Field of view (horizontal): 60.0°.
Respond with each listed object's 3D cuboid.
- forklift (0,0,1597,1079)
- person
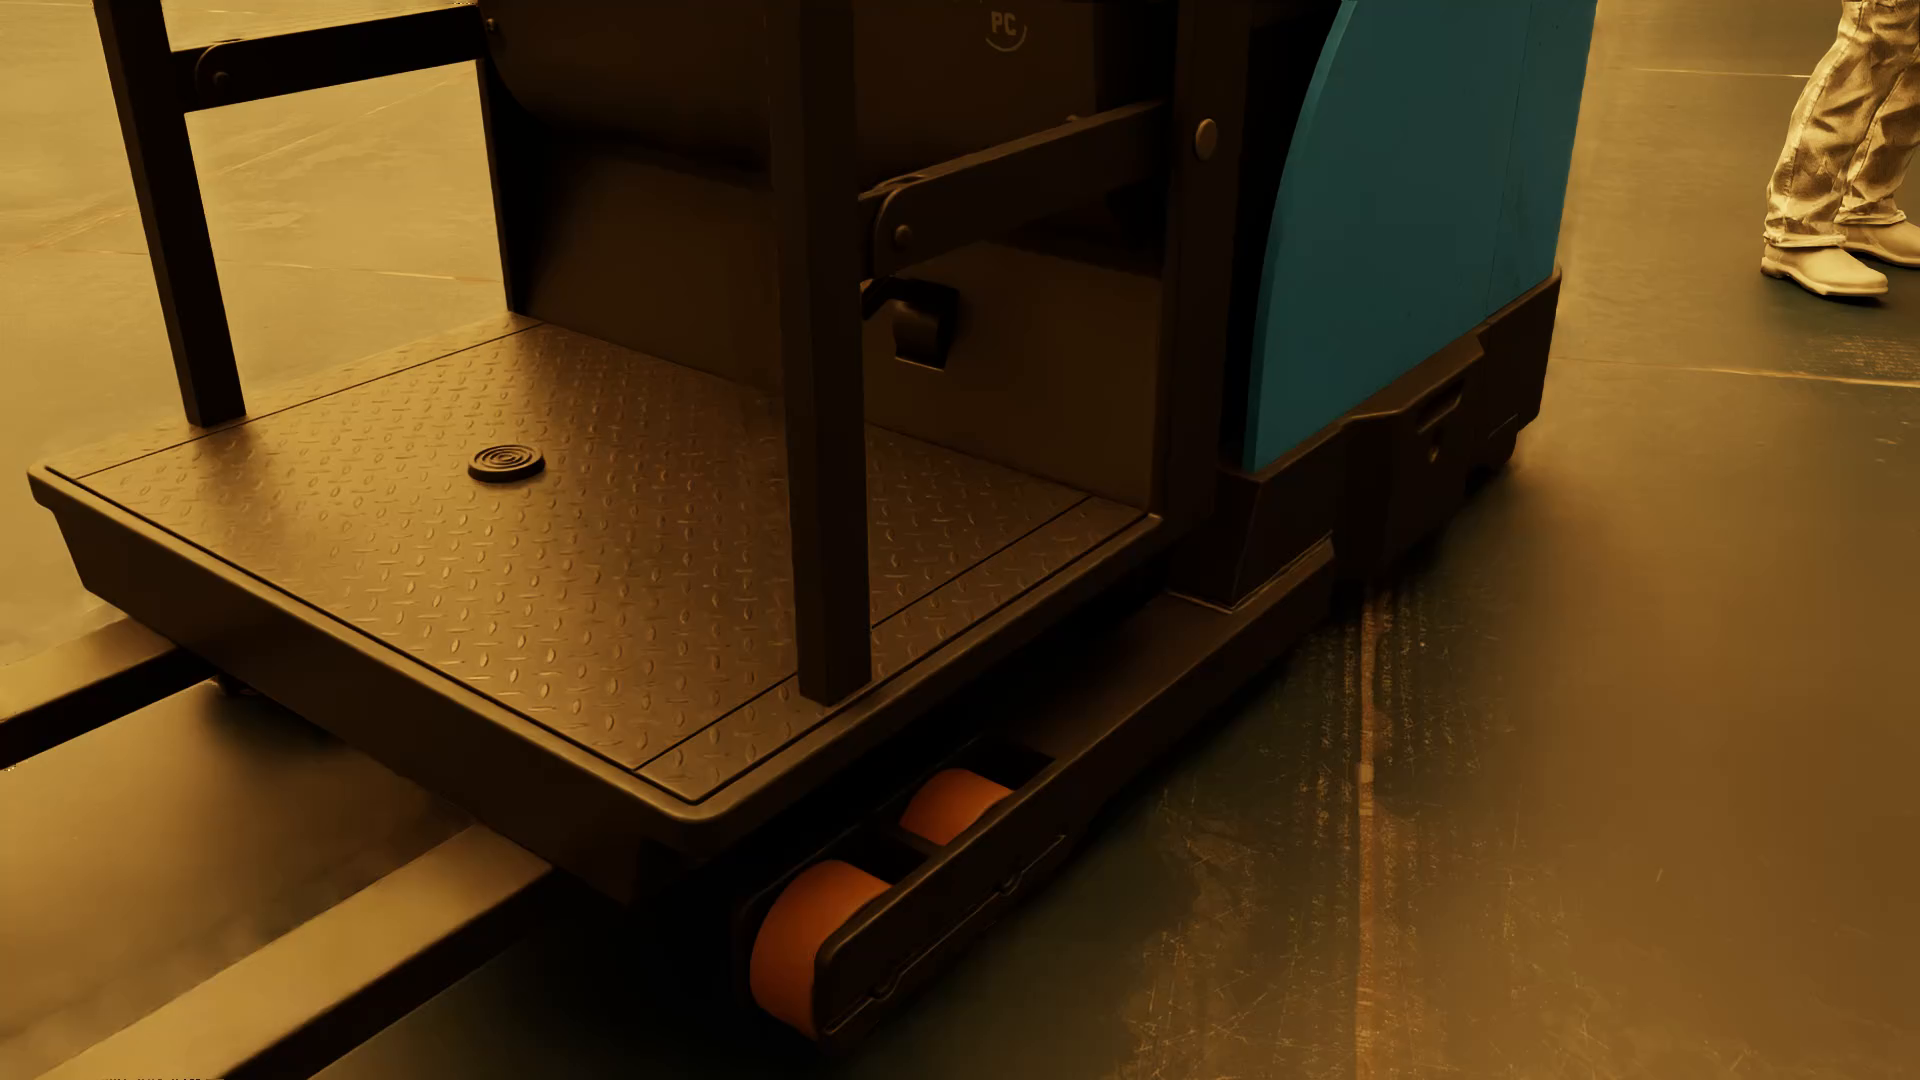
[{"bbox_3d":[-0.336,-1.089,1.404,1.130,2.935,3.031,19,33,33],"label":"forklift"},{"bbox_3d":[1.999,-1.407,3.326,0.624,1.773,0.451,-20,33,-34],"label":"person"}]
